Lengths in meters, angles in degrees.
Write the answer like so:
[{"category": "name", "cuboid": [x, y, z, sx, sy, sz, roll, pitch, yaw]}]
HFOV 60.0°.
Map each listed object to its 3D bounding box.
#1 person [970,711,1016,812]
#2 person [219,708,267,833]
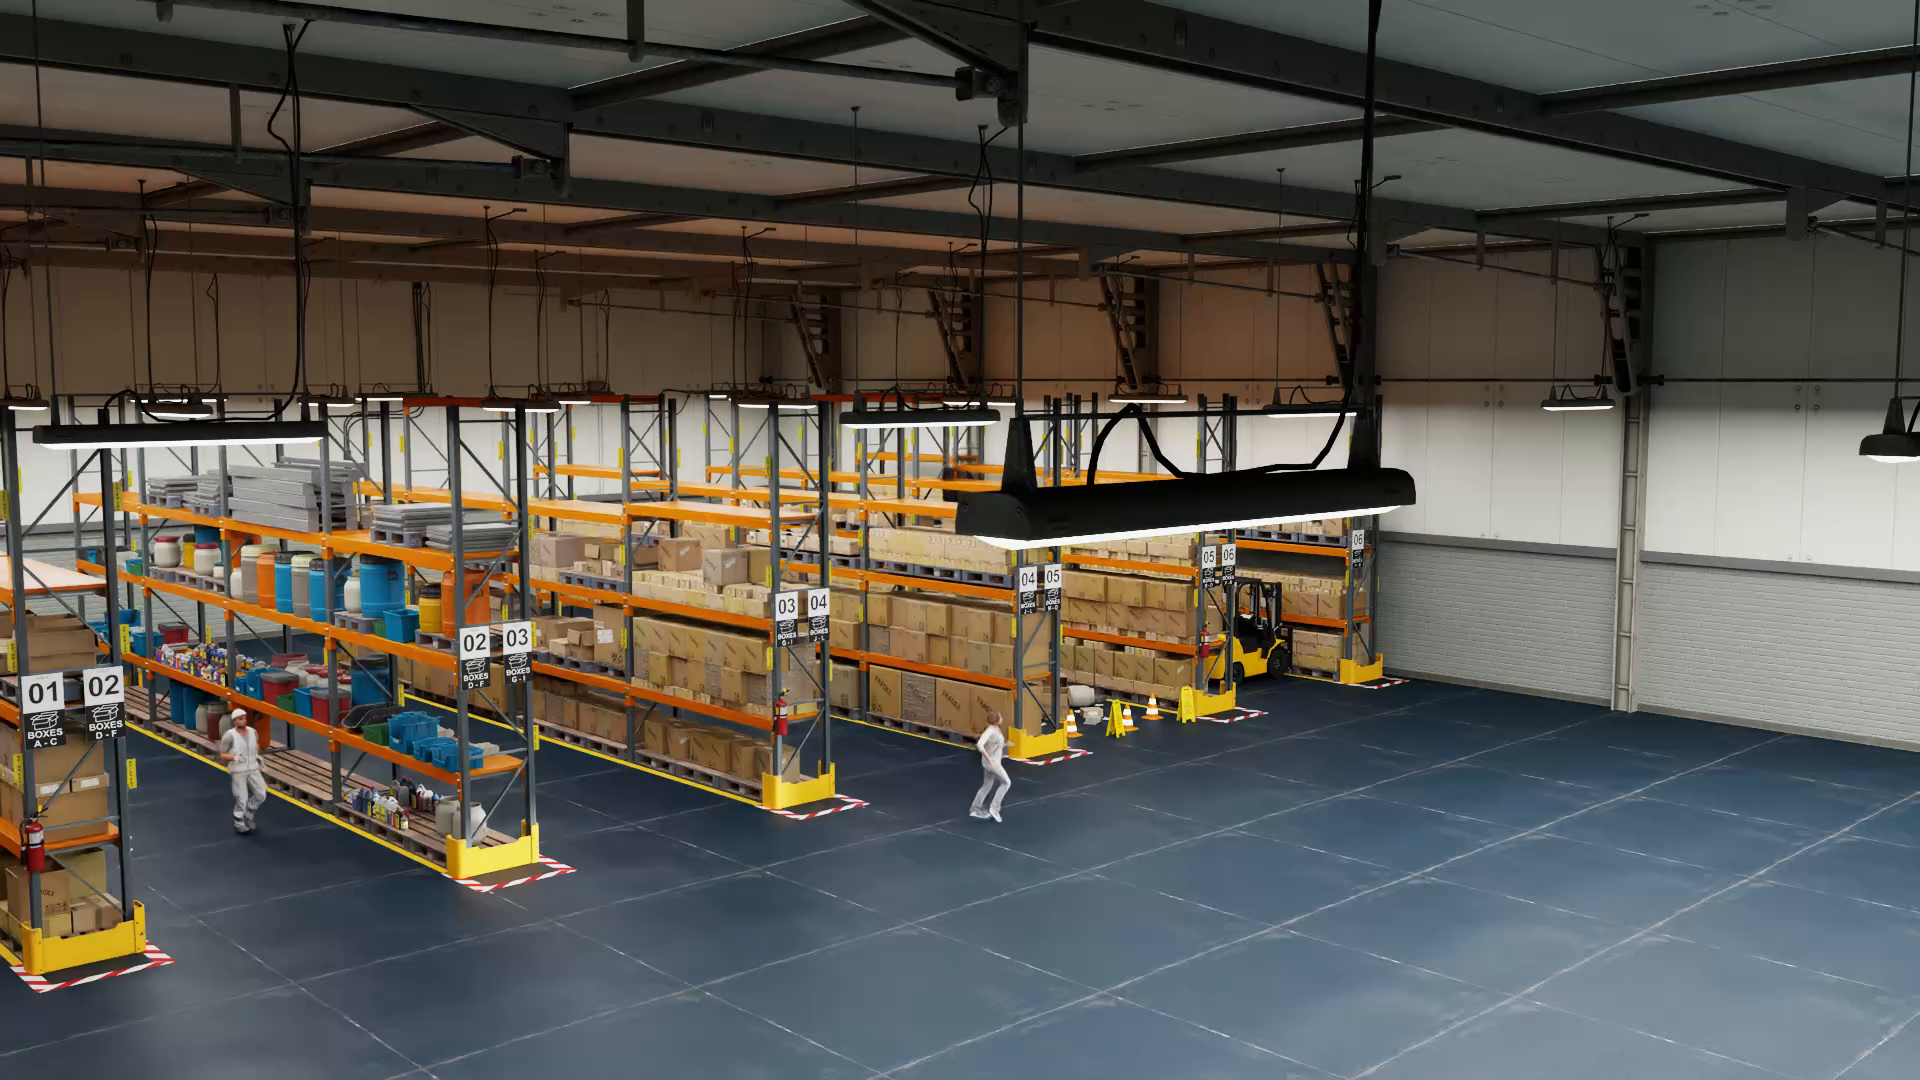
[{"category": "person", "cuboid": [0.476, 3.166, 23.862, 0.679, 1.468, 0.507, 0, 6, -3]}, {"category": "person", "cuboid": [-9.905, 3.214, 23.082, 0.594, 1.750, 0.616, 5, 7, 39]}]
